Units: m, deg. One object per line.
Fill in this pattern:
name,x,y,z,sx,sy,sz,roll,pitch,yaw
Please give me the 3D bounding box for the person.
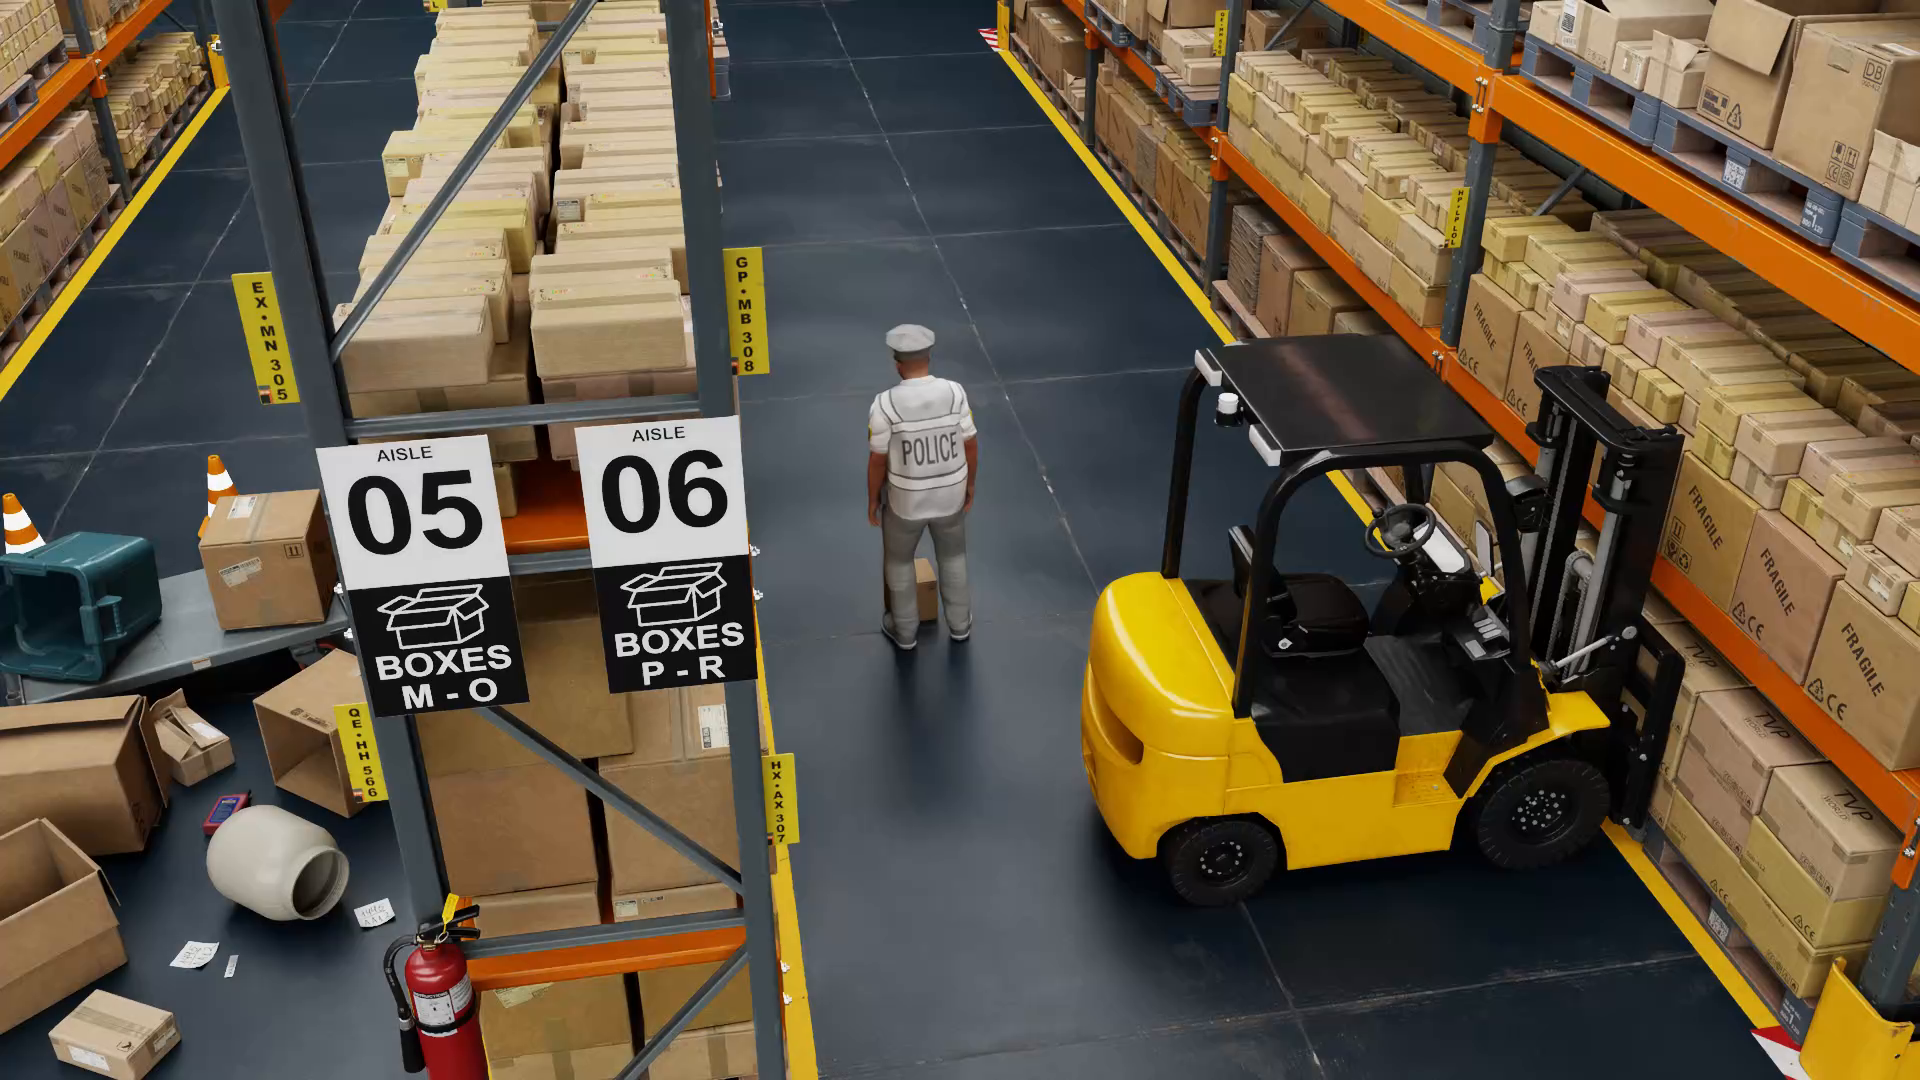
person,-0.188,-0.230,8.522,0.595,1.746,0.439,-9,32,-15
